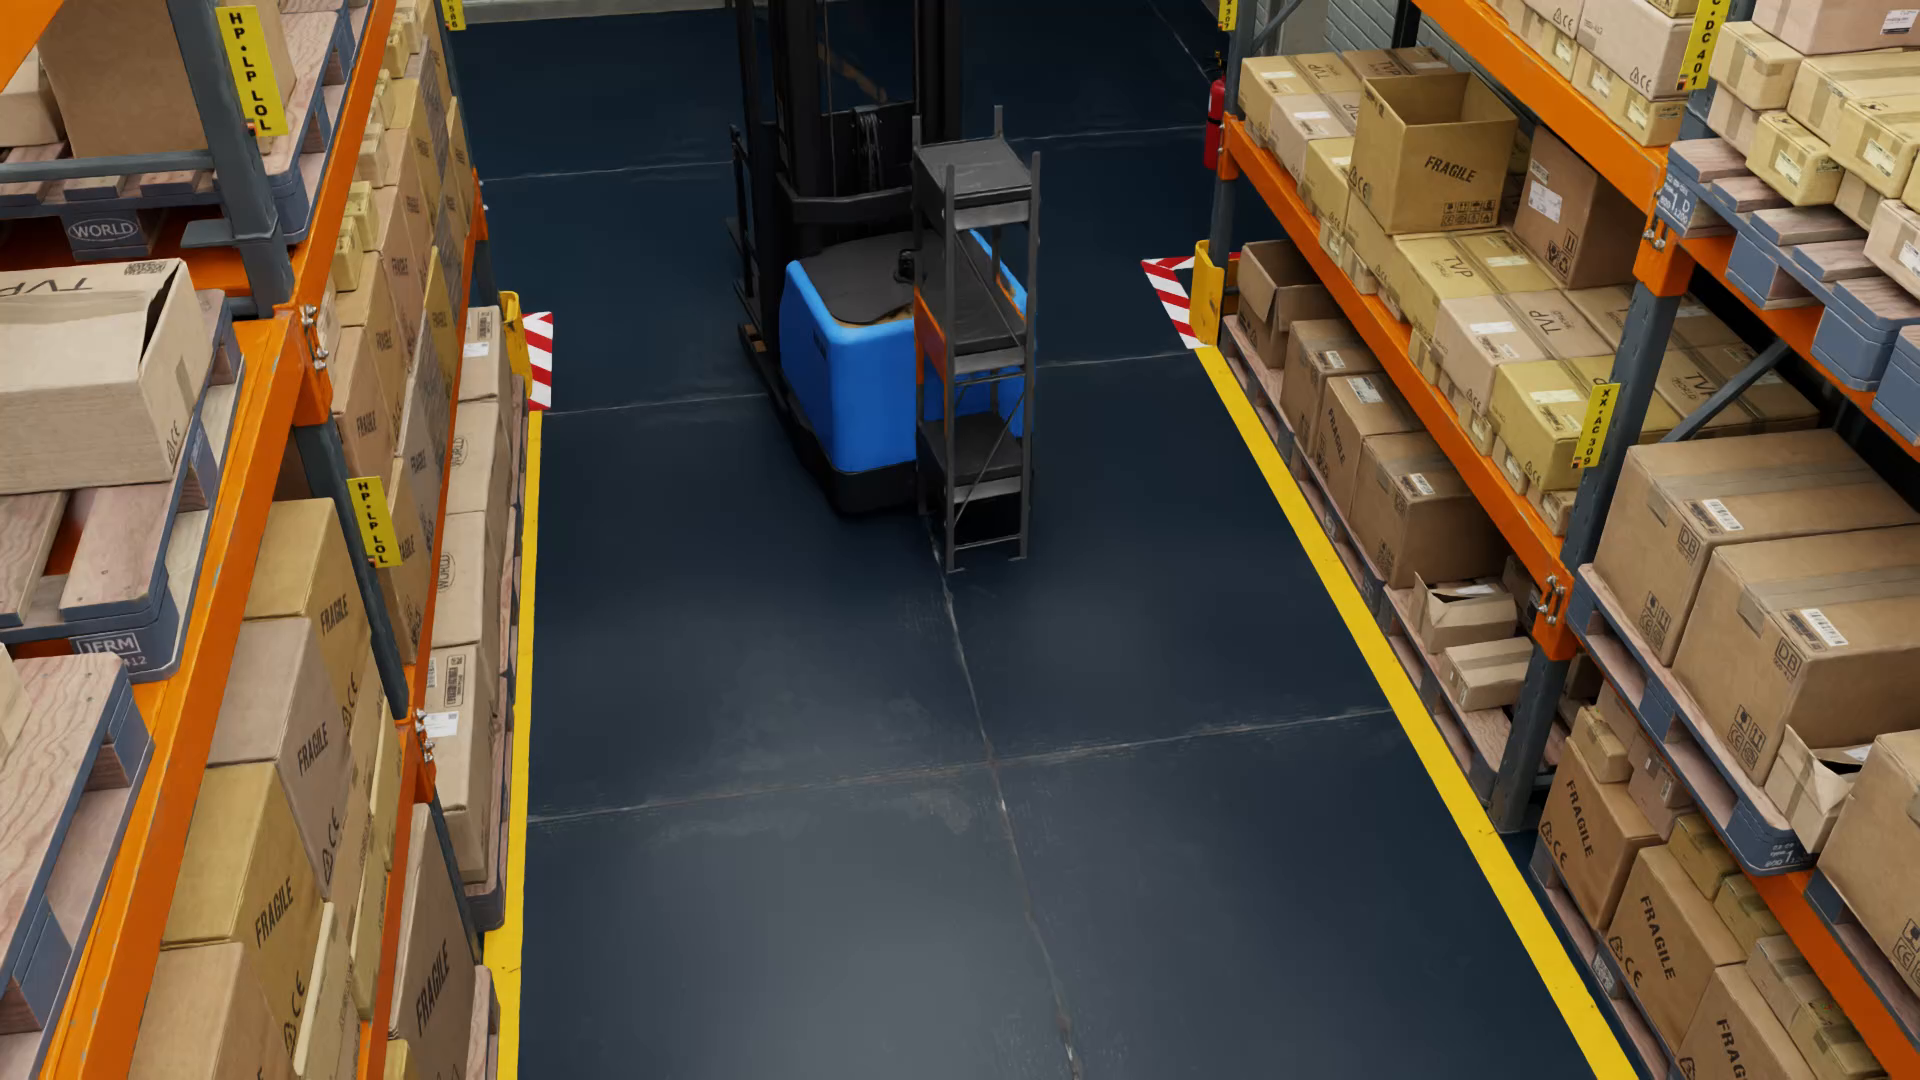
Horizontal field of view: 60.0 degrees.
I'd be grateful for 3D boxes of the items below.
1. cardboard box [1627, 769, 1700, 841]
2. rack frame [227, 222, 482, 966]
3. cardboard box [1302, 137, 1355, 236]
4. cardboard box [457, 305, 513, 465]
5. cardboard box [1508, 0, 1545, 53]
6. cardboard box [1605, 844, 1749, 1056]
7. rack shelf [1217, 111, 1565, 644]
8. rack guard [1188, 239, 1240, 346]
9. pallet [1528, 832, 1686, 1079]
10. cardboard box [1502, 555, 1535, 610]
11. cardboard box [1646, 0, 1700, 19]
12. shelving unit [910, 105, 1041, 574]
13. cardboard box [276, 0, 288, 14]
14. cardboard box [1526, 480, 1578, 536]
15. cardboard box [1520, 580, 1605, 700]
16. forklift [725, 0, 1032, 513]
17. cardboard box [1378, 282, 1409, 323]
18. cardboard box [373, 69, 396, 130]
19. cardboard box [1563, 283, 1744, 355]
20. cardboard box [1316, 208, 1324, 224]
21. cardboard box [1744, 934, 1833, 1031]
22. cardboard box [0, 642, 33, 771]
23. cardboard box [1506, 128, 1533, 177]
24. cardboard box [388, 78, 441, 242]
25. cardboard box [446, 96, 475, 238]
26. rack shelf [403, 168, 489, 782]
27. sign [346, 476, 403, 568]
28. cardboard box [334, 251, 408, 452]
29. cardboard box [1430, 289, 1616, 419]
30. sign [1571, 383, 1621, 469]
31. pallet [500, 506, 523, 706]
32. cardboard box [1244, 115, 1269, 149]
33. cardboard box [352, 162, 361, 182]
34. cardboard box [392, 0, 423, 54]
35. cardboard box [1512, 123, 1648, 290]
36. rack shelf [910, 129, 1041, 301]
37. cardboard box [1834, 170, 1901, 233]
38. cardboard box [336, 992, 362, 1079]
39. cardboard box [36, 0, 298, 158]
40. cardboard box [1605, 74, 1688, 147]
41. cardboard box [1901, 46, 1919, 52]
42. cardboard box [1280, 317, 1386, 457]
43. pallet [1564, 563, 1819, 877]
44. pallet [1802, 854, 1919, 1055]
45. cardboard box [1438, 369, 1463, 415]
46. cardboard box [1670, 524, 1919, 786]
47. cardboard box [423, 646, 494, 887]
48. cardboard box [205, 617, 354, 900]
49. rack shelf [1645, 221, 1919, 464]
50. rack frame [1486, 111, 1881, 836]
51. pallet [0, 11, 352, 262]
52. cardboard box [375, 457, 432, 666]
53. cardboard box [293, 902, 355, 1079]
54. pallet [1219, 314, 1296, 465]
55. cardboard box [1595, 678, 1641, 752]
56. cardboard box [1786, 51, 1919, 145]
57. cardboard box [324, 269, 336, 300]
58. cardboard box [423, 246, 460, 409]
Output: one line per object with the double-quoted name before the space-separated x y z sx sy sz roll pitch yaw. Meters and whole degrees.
"cardboard box" 2.556 0.874 5.746 0.380 0.149 0.250 -7 38 -9
"rack frame" -2.256 0.441 5.138 1.000 3.000 0.127 -6 38 -8
"cardboard box" 1.924 -1.656 7.717 0.500 0.250 0.500 -7 38 -9
"cardboard box" -2.743 -0.741 8.405 0.875 0.438 0.875 -7 38 -9
"cardboard box" 2.160 -1.826 5.816 0.380 0.149 0.250 -6 38 -8
"cardboard box" 2.597 1.363 5.646 0.500 0.500 0.500 -7 38 -9
"rack shelf" 2.280 -1.019 7.603 1.077 0.370 4.000 -6 38 -8
"rack guard" 1.943 -1.478 9.645 1.175 0.500 0.348 -6 38 -8
"pallet" 2.810 1.493 6.056 1.003 0.211 1.213 -6 38 -8
"cardboard box" 2.671 0.178 7.457 0.380 0.149 0.250 -7 38 -9
"cardboard box" 2.305 -1.815 5.068 0.500 0.250 0.500 -6 38 -8
"shelving unit" 0.059 -0.850 7.530 0.431 2.100 0.503 -11 39 -14
"cardboard box" -2.524 -1.801 5.070 0.797 0.503 0.637 -3 38 -4
"cardboard box" 2.326 -0.162 6.118 0.380 0.149 0.250 -6 38 -7
"cardboard box" 2.747 0.376 7.070 0.500 0.311 0.500 -5 38 -6
"forklift" -0.624 -2.196 8.587 1.130 2.935 3.031 -13 40 -16
"cardboard box" 2.073 -1.096 7.320 0.380 0.149 0.250 -6 38 -8
"cardboard box" -2.419 -1.706 6.475 0.380 0.149 0.250 -5 38 -7
"cardboard box" 2.715 -0.784 6.594 0.500 0.250 0.500 -7 38 -8
"cardboard box" 1.923 -1.561 7.920 0.380 0.149 0.250 -6 38 -7
"cardboard box" 2.681 1.347 5.138 0.380 0.149 0.250 -6 38 -8
"cardboard box" -1.776 0.309 2.711 0.380 0.166 0.250 -3 38 -4
"cardboard box" 2.443 -1.709 7.785 0.500 0.250 0.500 -5 38 -7
"cardboard box" -2.434 -1.532 6.781 0.500 0.500 0.500 -6 38 -8
"cardboard box" -2.612 -1.752 7.878 0.500 0.500 0.500 -6 38 -8
"rack shelf" -2.606 -0.483 6.913 1.077 0.370 4.000 -6 38 -8
"sign" -1.723 -0.049 4.889 0.100 0.325 0.005 -6 38 -8
"cardboard box" -2.183 -0.613 5.598 0.500 0.500 0.500 -7 38 -9
"cardboard box" 2.199 -0.736 6.532 0.500 0.250 0.500 -6 38 -8
"sign" 2.098 -0.374 5.481 0.100 0.325 0.005 -6 38 -8
"pallet" -2.529 0.336 7.546 1.003 0.211 1.213 -6 38 -8
"cardboard box" 1.717 -2.184 8.721 0.380 0.149 0.250 -7 38 -8
"cardboard box" -2.329 -1.234 5.869 0.380 0.149 0.250 -6 38 -8
"cardboard box" -2.500 -2.173 7.077 0.380 0.149 0.250 -7 38 -8
"cardboard box" 2.631 -1.378 6.747 0.500 0.500 0.500 -7 38 -9
"rack shelf" 0.061 -1.393 7.111 0.431 0.518 0.480 -11 39 -14
"cardboard box" 2.444 -0.860 4.148 0.380 0.149 0.250 -6 38 -8
"cardboard box" -1.771 1.358 4.079 0.500 0.250 0.500 -7 38 -9
"cardboard box" -2.152 -1.367 4.514 0.500 0.500 0.500 -6 38 -7
"cardboard box" 2.277 -1.366 5.223 0.380 0.149 0.250 -6 38 -8
"cardboard box" 2.798 -1.335 4.517 0.380 0.149 0.250 -7 38 -9
"cardboard box" 2.055 -0.790 8.417 0.700 0.500 0.500 -5 38 -6
"pallet" 2.663 0.475 5.250 1.003 0.211 1.213 -6 38 -8
"pallet" 2.986 1.222 4.288 1.003 0.211 1.213 -6 38 -8
"cardboard box" 2.170 -0.632 6.724 0.380 0.149 0.250 -5 38 -7
"cardboard box" 2.586 0.328 4.859 0.700 0.500 0.500 -6 38 -7
"cardboard box" -2.260 0.896 6.298 0.875 0.438 0.875 -7 38 -9
"cardboard box" -1.832 0.561 4.086 0.500 0.500 0.500 -6 38 -7
"rack shelf" 2.981 0.212 3.573 1.077 0.370 4.000 -6 38 -8
"rack frame" 2.631 -0.095 5.828 1.000 3.000 0.127 -6 38 -8
"pallet" -2.389 -1.204 4.882 1.003 0.211 1.213 -6 38 -8
"cardboard box" -2.080 0.090 5.508 0.500 0.500 0.500 -5 38 -6
"cardboard box" -1.747 1.156 3.932 0.500 0.250 0.500 -5 38 -7
"pallet" 2.083 -0.883 9.114 1.003 0.211 1.213 -6 38 -8
"cardboard box" 2.491 0.591 5.868 0.380 0.149 0.250 -7 38 -9
"cardboard box" 2.368 -1.123 4.243 0.380 0.149 0.250 -6 38 -7
"cardboard box" -2.203 -0.771 5.273 0.380 0.149 0.250 -7 38 -9
"cardboard box" -2.335 -0.827 6.688 0.500 0.500 0.500 -5 38 -7
